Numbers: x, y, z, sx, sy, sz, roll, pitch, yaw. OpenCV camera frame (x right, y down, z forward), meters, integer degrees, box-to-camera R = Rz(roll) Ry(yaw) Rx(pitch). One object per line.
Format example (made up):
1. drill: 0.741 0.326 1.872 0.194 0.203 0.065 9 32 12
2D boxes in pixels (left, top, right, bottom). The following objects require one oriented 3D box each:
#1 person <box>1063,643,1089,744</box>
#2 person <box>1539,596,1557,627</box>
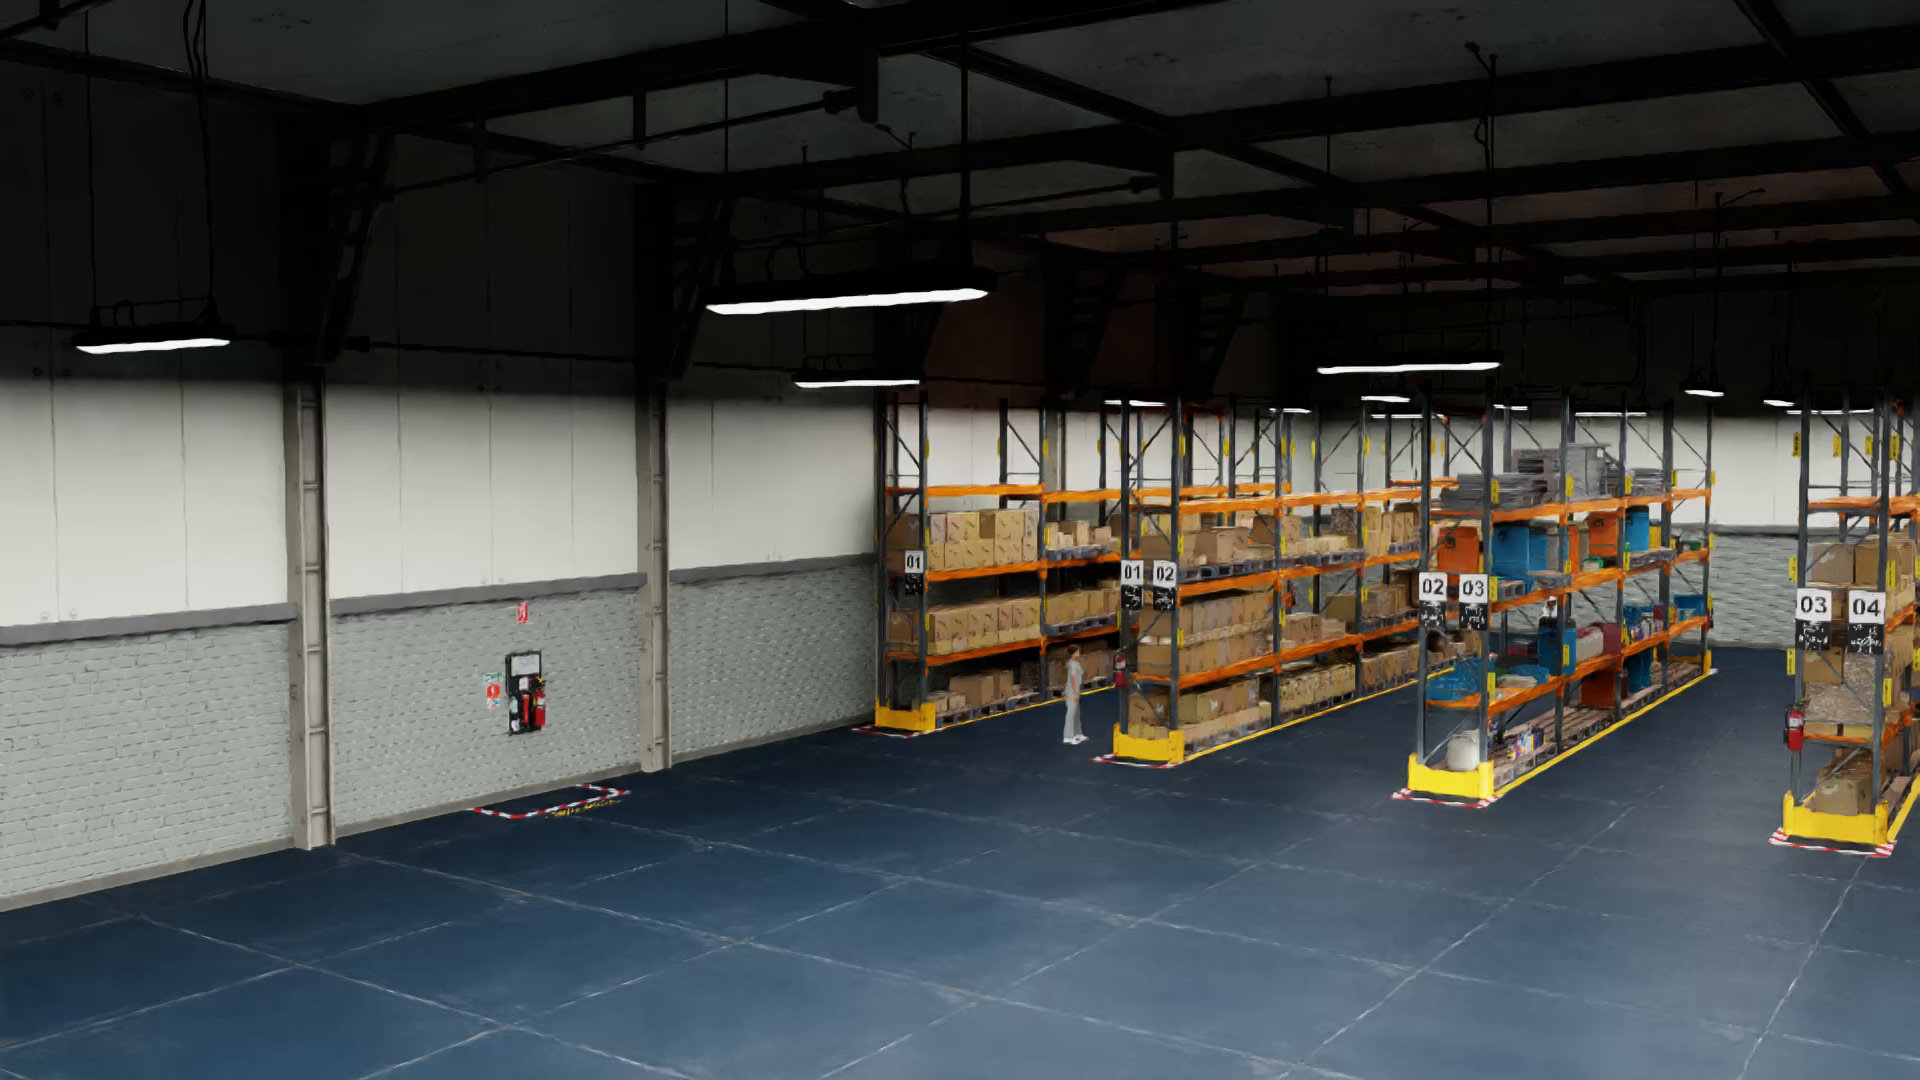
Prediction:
1. person: 1.969 2.587 28.194 0.431 1.677 0.496 0 3 3
2. person: 13.421 2.047 37.776 0.543 1.700 1.115 2 4 36
